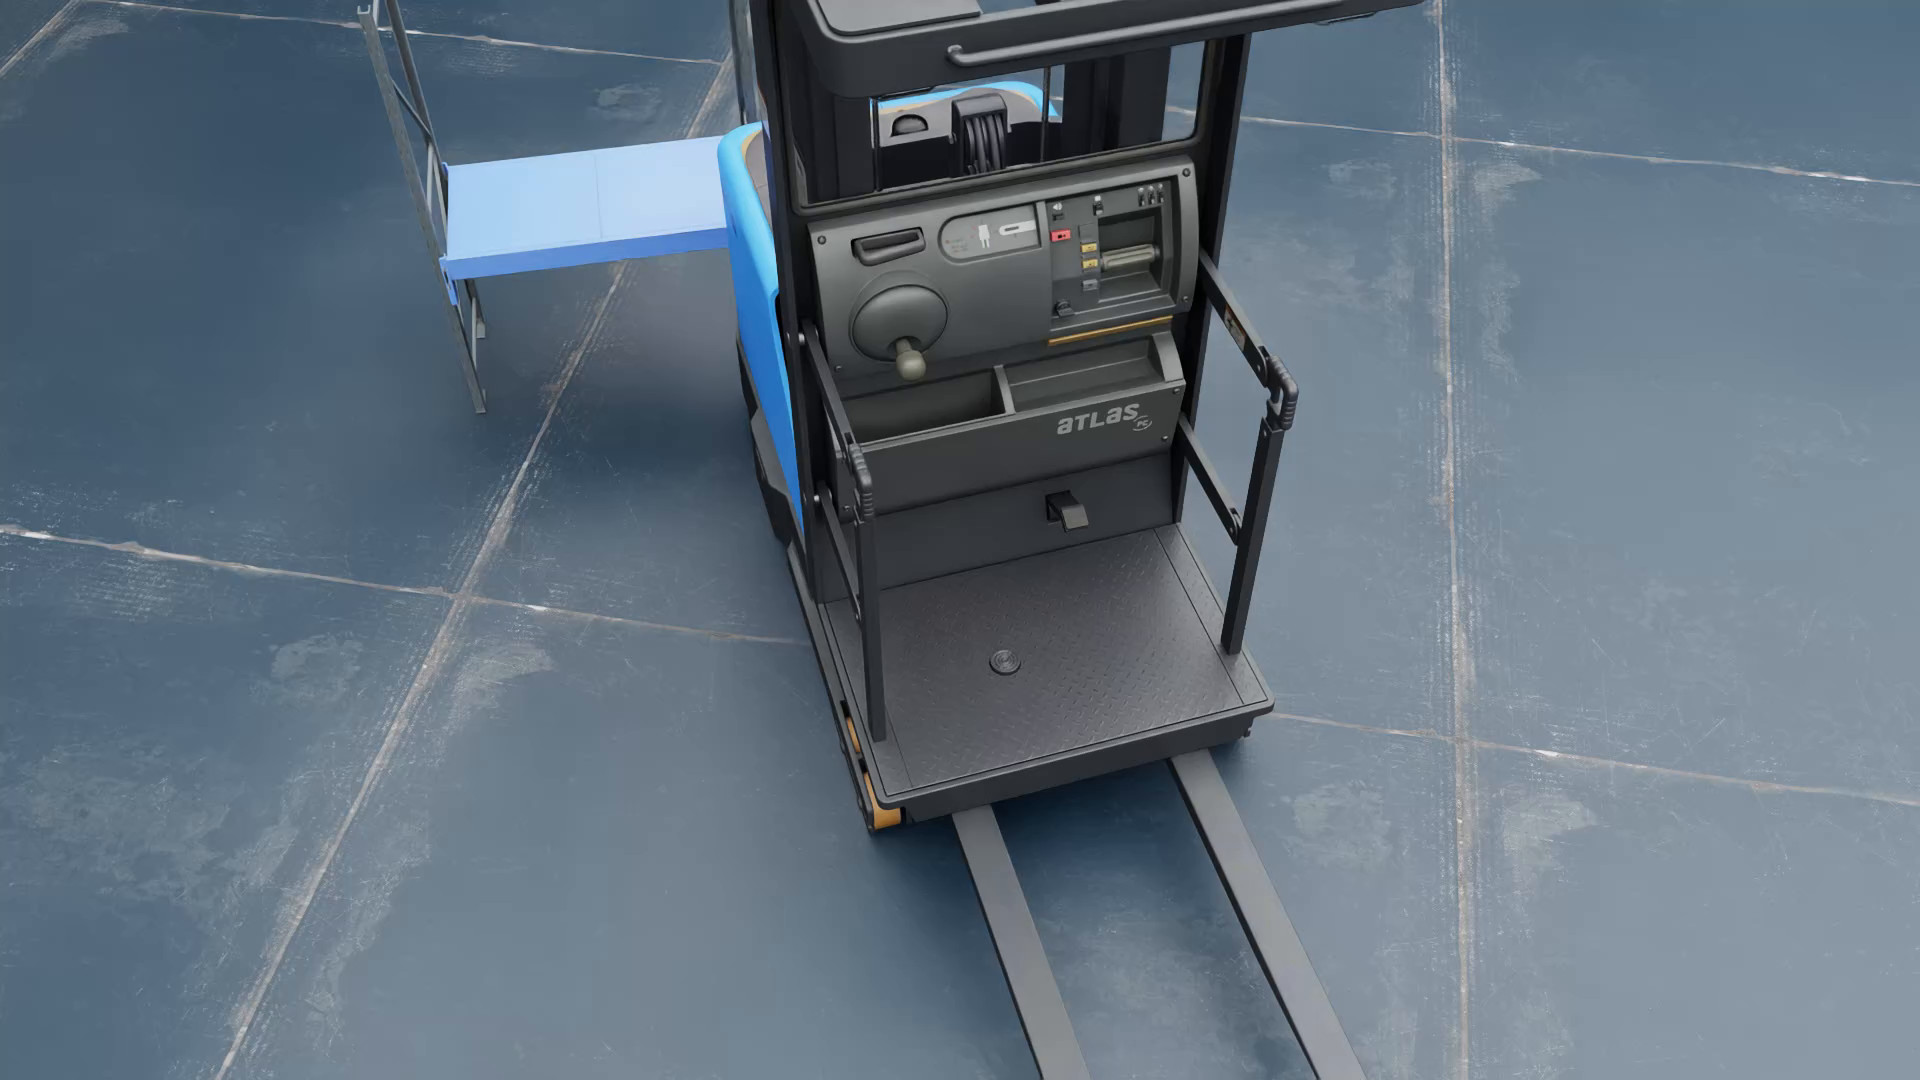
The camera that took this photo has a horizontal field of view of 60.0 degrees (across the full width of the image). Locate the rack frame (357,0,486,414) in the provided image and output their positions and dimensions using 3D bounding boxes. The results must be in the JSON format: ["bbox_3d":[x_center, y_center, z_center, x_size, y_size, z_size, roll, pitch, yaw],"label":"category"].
[{"bbox_3d":[-1.670,-1.112,5.241,0.032,1.500,0.500,-8,49,-7],"label":"rack frame"}]

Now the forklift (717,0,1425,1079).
[{"bbox_3d":[0.181,-0.532,3.758,1.130,2.935,3.031,-13,49,-11],"label":"forklift"}]

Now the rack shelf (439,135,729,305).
[{"bbox_3d":[-1.171,-1.065,5.440,1.000,0.185,0.538,-8,49,-7],"label":"rack shelf"}]

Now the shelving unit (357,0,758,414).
[{"bbox_3d":[-1.172,-1.185,5.307,1.048,1.500,0.538,-8,49,-7],"label":"shelving unit"}]

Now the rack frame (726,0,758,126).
[{"bbox_3d":[-0.673,-1.258,5.372,0.032,1.500,0.500,-8,49,-7],"label":"rack frame"}]
